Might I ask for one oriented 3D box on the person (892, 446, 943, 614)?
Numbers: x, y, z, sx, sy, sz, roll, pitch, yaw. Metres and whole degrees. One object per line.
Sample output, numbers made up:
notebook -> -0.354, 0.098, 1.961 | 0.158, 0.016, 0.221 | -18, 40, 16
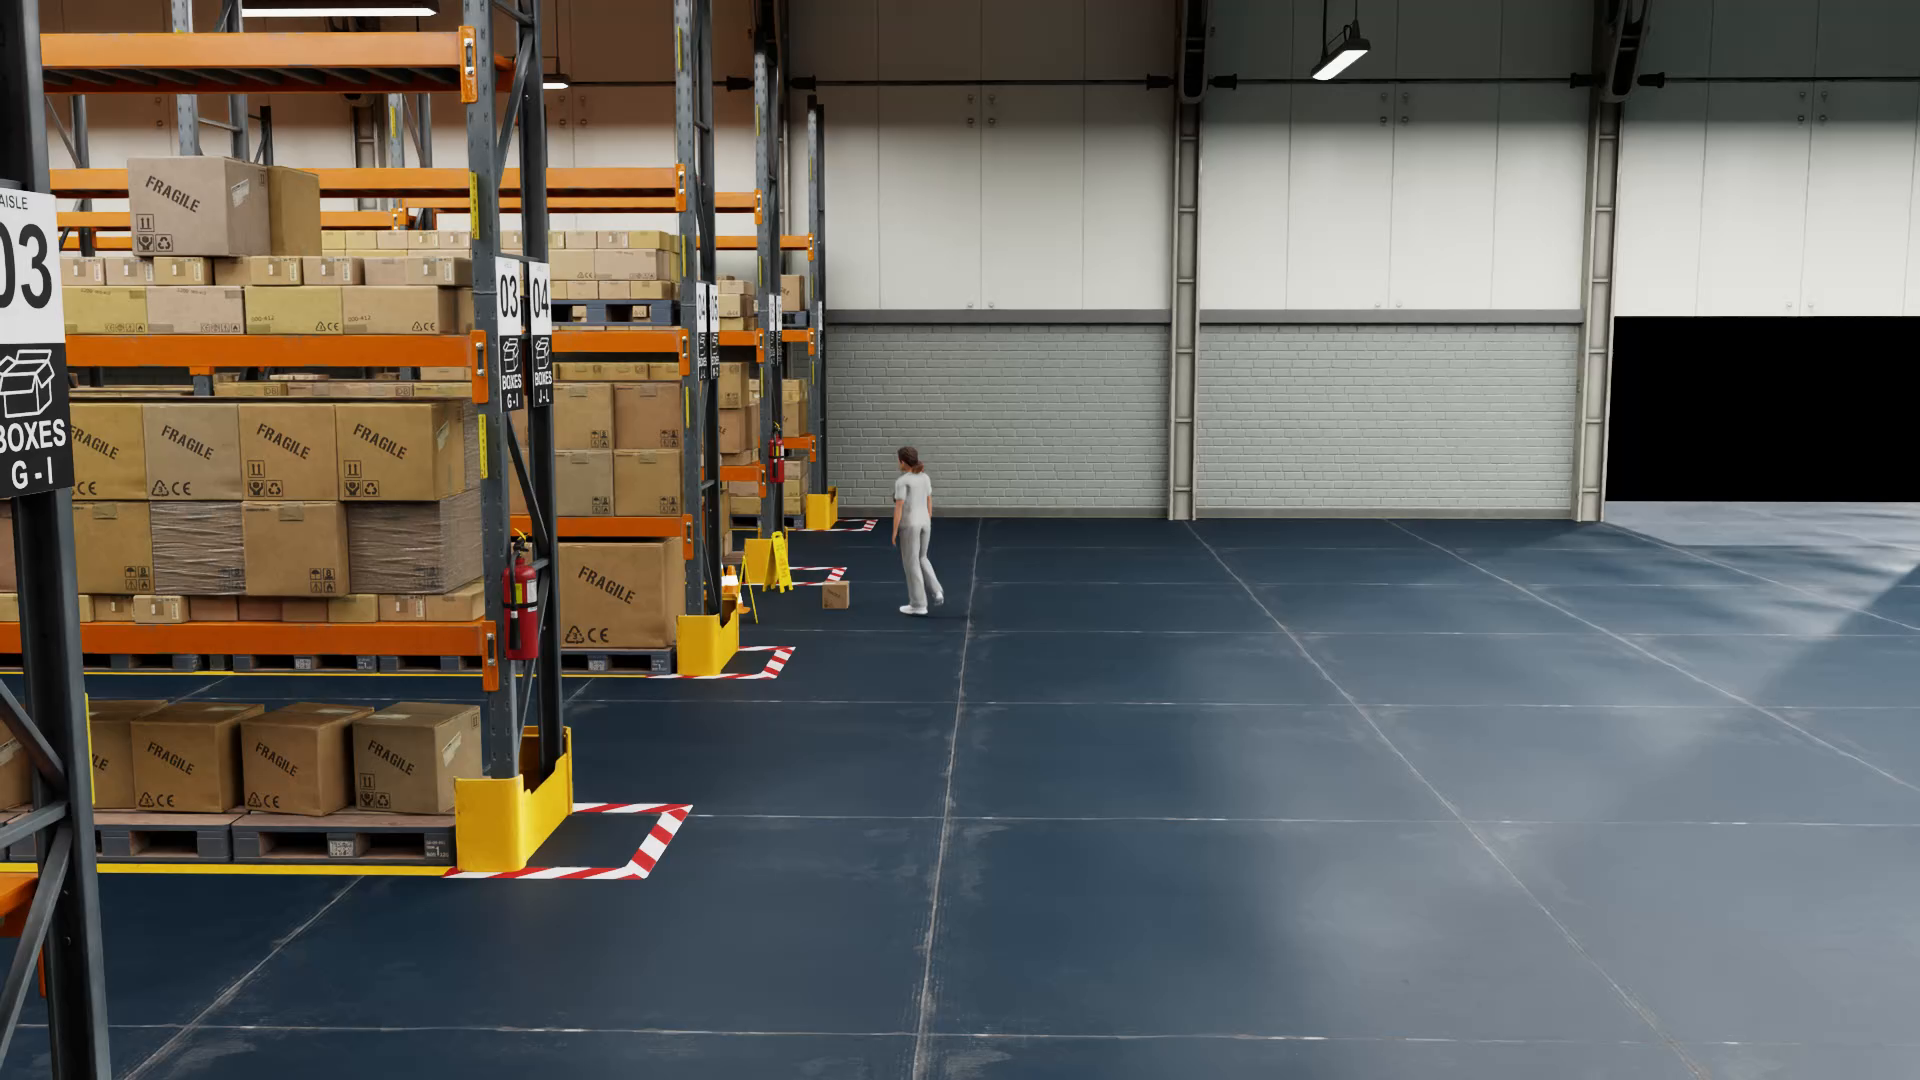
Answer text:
person -> -0.414, -0.104, 16.469 | 0.555, 1.667, 0.428 | -7, 10, -44
